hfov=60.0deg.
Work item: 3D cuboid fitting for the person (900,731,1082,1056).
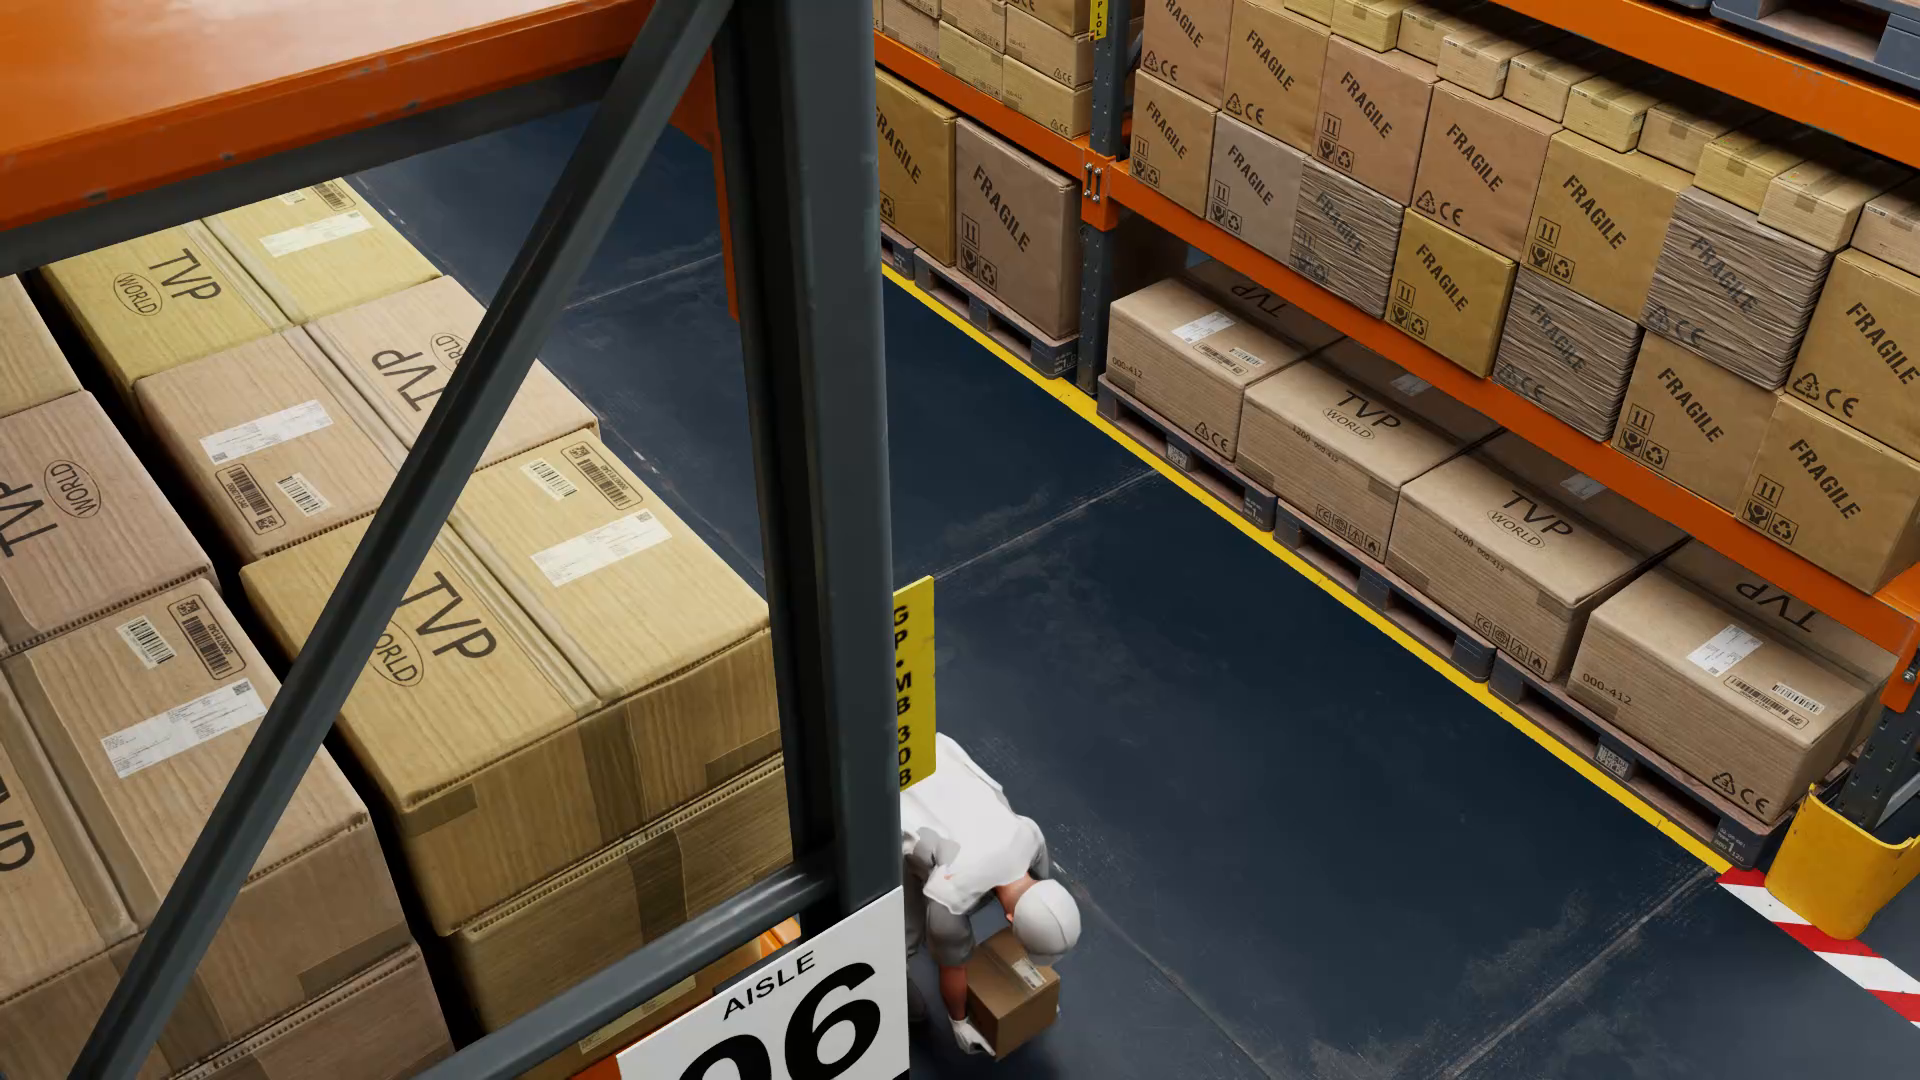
[{"bbox_3d":[0.015,1.186,5.267,0.511,1.083,0.965,-28,47,-29],"label":"person"}]
